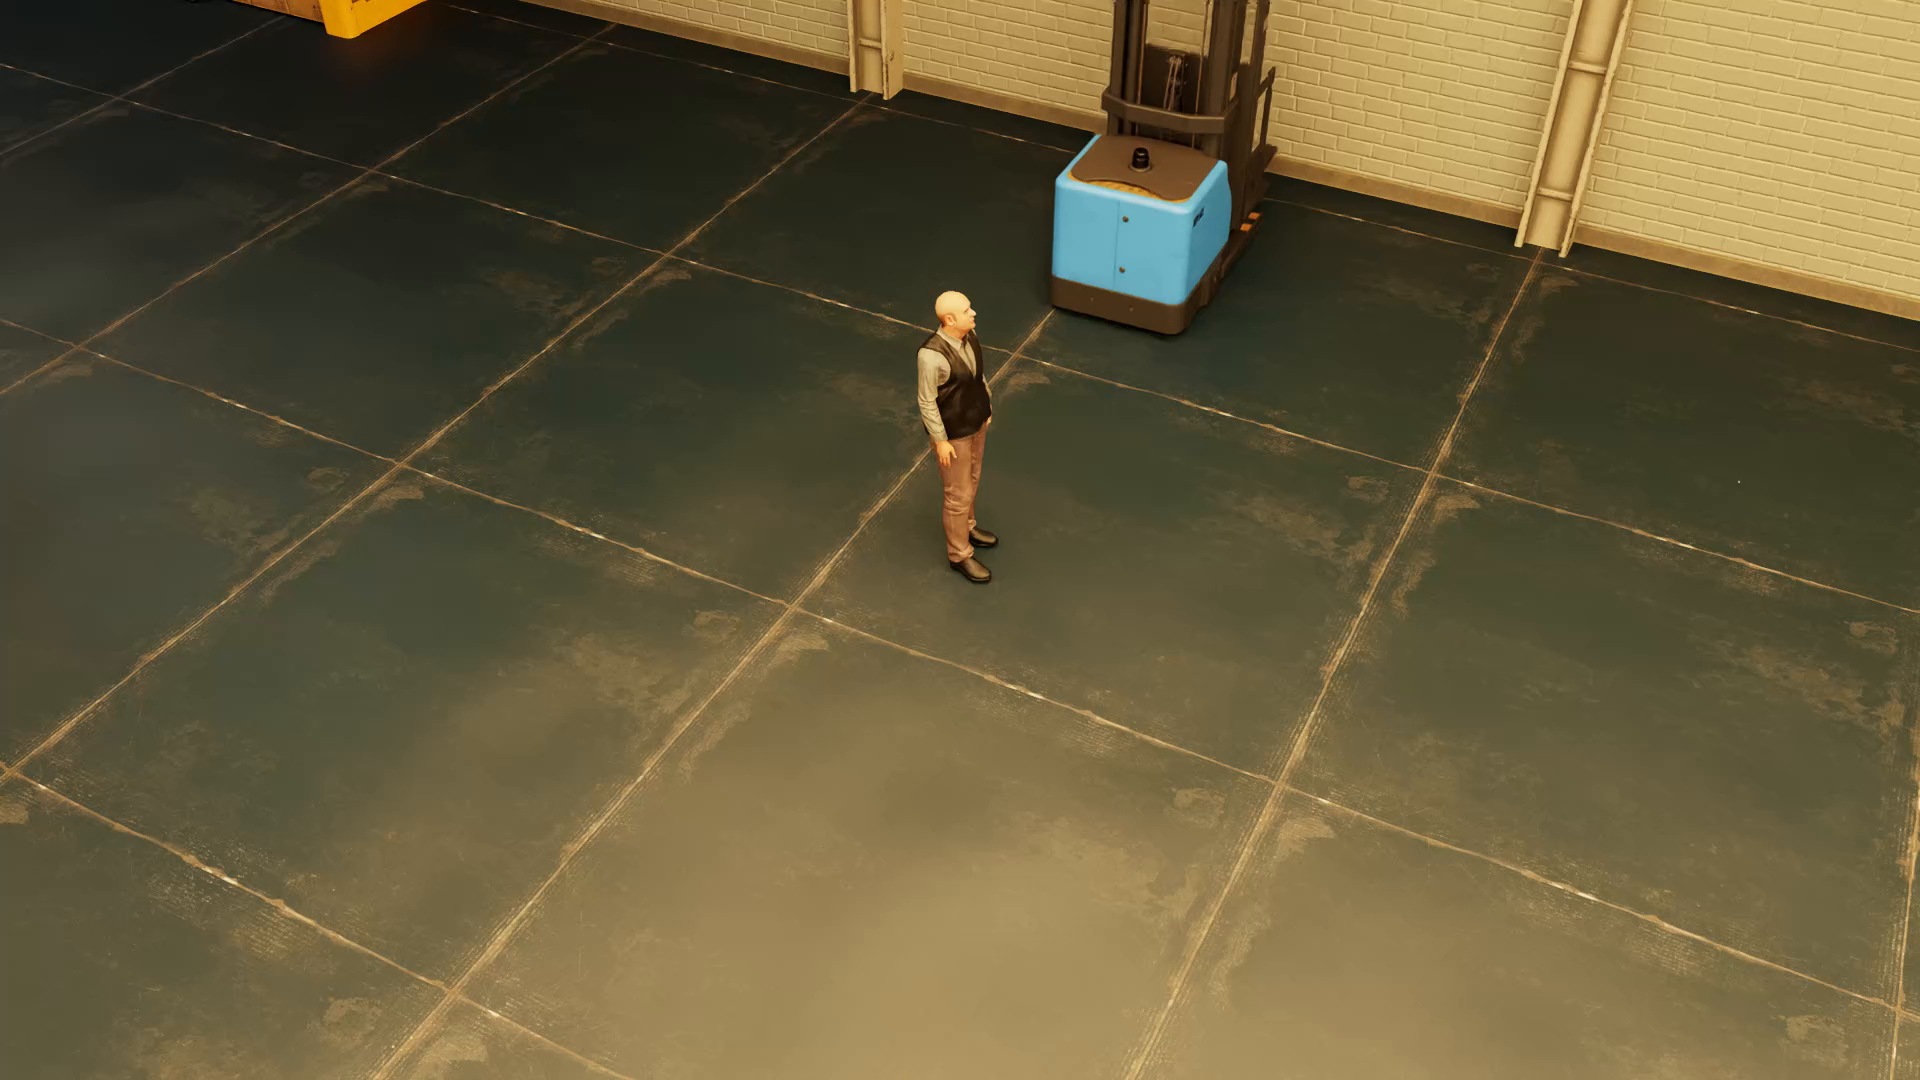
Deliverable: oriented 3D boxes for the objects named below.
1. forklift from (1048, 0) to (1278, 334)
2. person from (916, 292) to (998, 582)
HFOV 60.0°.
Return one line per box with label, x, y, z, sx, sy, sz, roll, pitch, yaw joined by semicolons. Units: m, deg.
forklift;1.744;-3.539;12.188;1.130;2.935;3.031;17;43;19
person;0.053;-0.641;9.676;0.566;1.722;0.633;18;43;21
